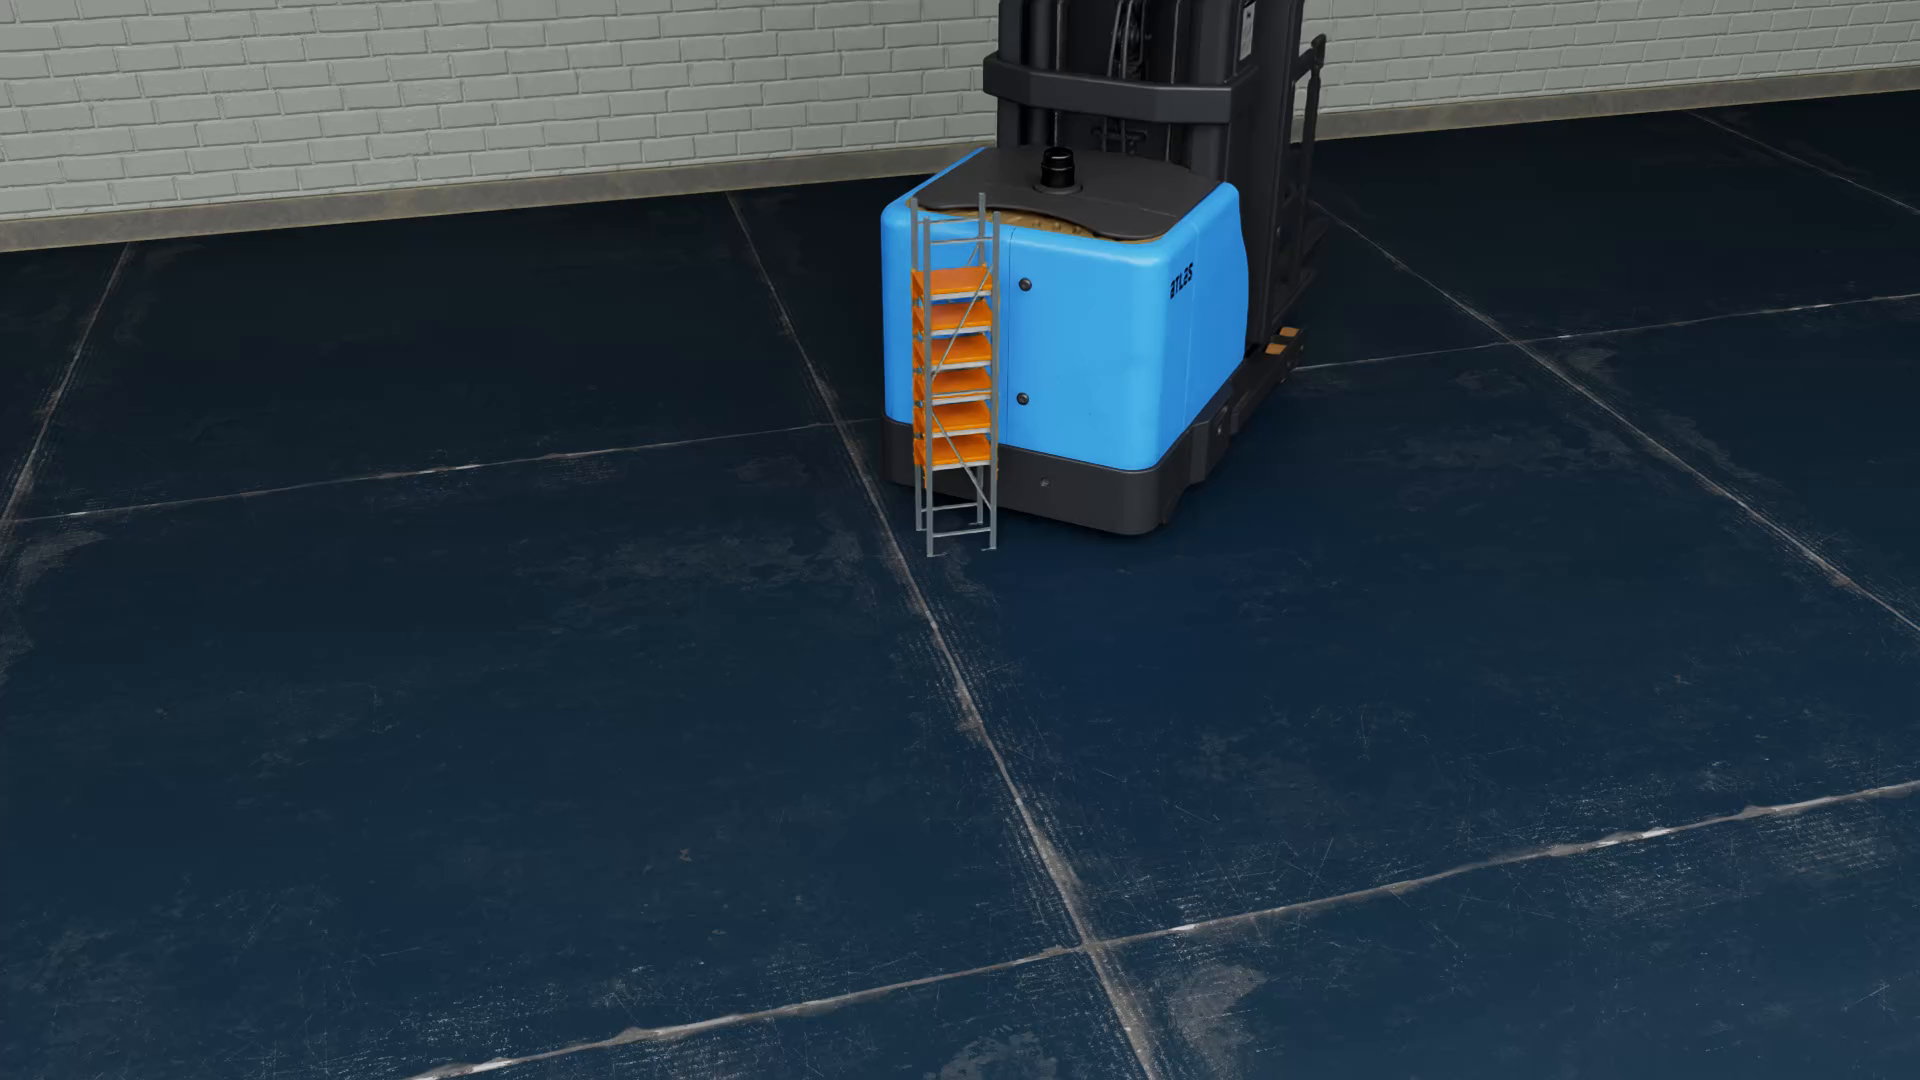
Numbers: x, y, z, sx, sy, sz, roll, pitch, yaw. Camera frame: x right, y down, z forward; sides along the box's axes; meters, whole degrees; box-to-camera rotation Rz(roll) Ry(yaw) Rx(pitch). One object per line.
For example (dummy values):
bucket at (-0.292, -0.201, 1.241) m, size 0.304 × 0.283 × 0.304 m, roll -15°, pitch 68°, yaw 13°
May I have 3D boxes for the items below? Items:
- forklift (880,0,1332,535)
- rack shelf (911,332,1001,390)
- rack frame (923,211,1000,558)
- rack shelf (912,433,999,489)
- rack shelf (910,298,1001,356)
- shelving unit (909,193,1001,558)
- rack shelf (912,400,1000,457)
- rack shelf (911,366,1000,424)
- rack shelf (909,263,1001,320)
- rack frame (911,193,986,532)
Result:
forklift at (0.814, -2.001, 6.281) m, size 1.130 × 2.935 × 3.031 m, roll 14°, pitch 33°, yaw 22°
rack shelf at (-0.016, -0.583, 5.409) m, size 0.258 × 0.103 × 0.180 m, roll -7°, pitch 31°, yaw -11°
rack frame at (0.005, -0.473, 5.370) m, size 0.240 × 1.200 × 0.006 m, roll -7°, pitch 31°, yaw -11°
rack shelf at (-0.016, -0.272, 5.589) m, size 0.258 × 0.103 × 0.180 m, roll -7°, pitch 31°, yaw -11°
rack shelf at (-0.016, -0.687, 5.349) m, size 0.258 × 0.103 × 0.180 m, roll -7°, pitch 31°, yaw -11°
shelving unit at (-0.016, -0.518, 5.447) m, size 0.258 × 1.200 × 0.189 m, roll -7°, pitch 31°, yaw -11°
rack shelf at (-0.016, -0.375, 5.529) m, size 0.258 × 0.103 × 0.180 m, roll -7°, pitch 31°, yaw -11°
rack shelf at (-0.016, -0.479, 5.469) m, size 0.258 × 0.103 × 0.180 m, roll -7°, pitch 31°, yaw -11°
rack shelf at (-0.016, -0.791, 5.289) m, size 0.258 × 0.103 × 0.180 m, roll -7°, pitch 31°, yaw -11°
rack frame at (-0.037, -0.562, 5.524) m, size 0.240 × 1.200 × 0.006 m, roll -7°, pitch 31°, yaw -11°
